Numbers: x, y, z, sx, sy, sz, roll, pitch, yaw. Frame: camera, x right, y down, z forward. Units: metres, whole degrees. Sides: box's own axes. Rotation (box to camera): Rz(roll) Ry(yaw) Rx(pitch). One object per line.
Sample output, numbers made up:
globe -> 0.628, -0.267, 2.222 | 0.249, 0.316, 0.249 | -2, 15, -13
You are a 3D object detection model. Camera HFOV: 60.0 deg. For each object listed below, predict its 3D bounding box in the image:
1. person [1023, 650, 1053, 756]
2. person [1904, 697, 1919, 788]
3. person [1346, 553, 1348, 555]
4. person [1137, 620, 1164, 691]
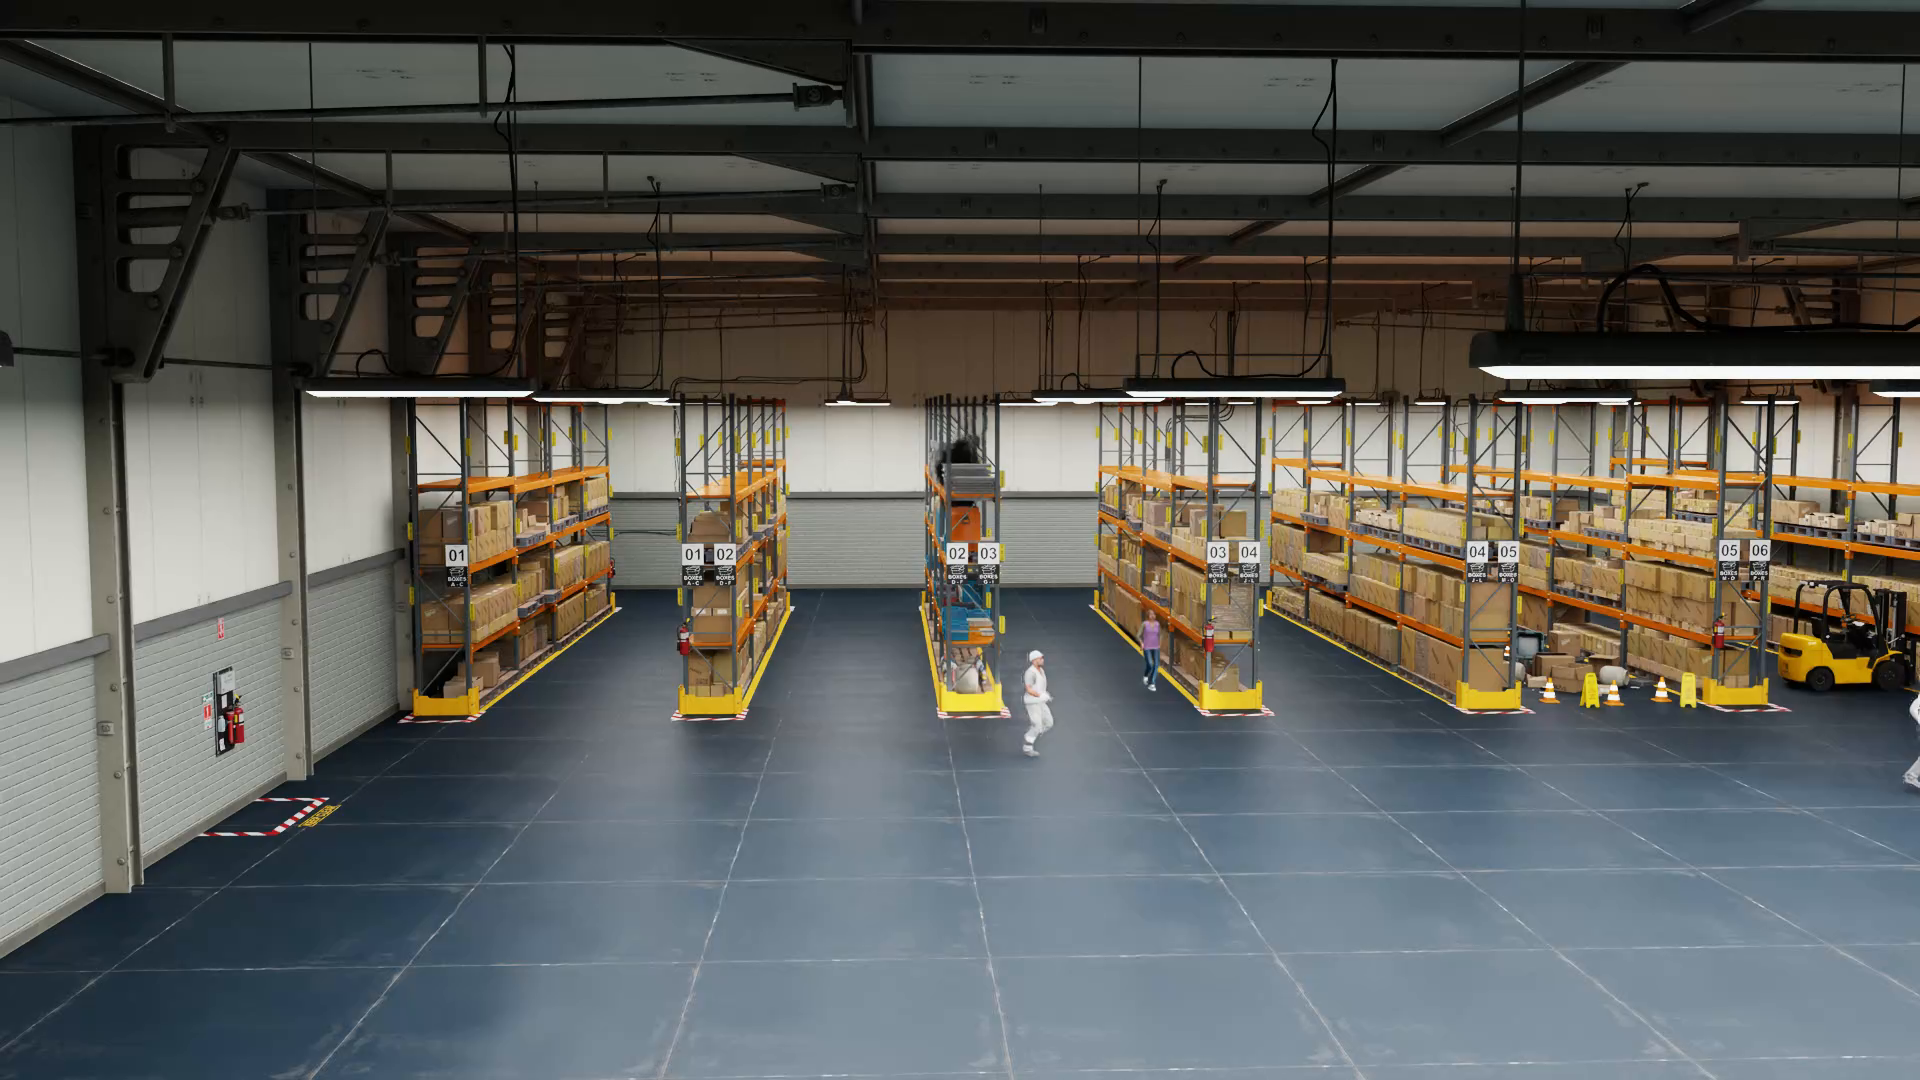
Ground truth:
person -> 1.294, 2.681, 27.400 | 0.600, 1.742, 0.666 | 2, 5, 25
person -> 14.451, 2.809, 24.685 | 0.731, 1.669, 0.639 | 4, 6, 39
person -> 11.003, 1.119, 47.262 | 0.743, 1.790, 0.730 | -1, 5, -8
person -> 3.699, 2.237, 32.160 | 0.527, 1.317, 0.496 | -1, 5, -8
